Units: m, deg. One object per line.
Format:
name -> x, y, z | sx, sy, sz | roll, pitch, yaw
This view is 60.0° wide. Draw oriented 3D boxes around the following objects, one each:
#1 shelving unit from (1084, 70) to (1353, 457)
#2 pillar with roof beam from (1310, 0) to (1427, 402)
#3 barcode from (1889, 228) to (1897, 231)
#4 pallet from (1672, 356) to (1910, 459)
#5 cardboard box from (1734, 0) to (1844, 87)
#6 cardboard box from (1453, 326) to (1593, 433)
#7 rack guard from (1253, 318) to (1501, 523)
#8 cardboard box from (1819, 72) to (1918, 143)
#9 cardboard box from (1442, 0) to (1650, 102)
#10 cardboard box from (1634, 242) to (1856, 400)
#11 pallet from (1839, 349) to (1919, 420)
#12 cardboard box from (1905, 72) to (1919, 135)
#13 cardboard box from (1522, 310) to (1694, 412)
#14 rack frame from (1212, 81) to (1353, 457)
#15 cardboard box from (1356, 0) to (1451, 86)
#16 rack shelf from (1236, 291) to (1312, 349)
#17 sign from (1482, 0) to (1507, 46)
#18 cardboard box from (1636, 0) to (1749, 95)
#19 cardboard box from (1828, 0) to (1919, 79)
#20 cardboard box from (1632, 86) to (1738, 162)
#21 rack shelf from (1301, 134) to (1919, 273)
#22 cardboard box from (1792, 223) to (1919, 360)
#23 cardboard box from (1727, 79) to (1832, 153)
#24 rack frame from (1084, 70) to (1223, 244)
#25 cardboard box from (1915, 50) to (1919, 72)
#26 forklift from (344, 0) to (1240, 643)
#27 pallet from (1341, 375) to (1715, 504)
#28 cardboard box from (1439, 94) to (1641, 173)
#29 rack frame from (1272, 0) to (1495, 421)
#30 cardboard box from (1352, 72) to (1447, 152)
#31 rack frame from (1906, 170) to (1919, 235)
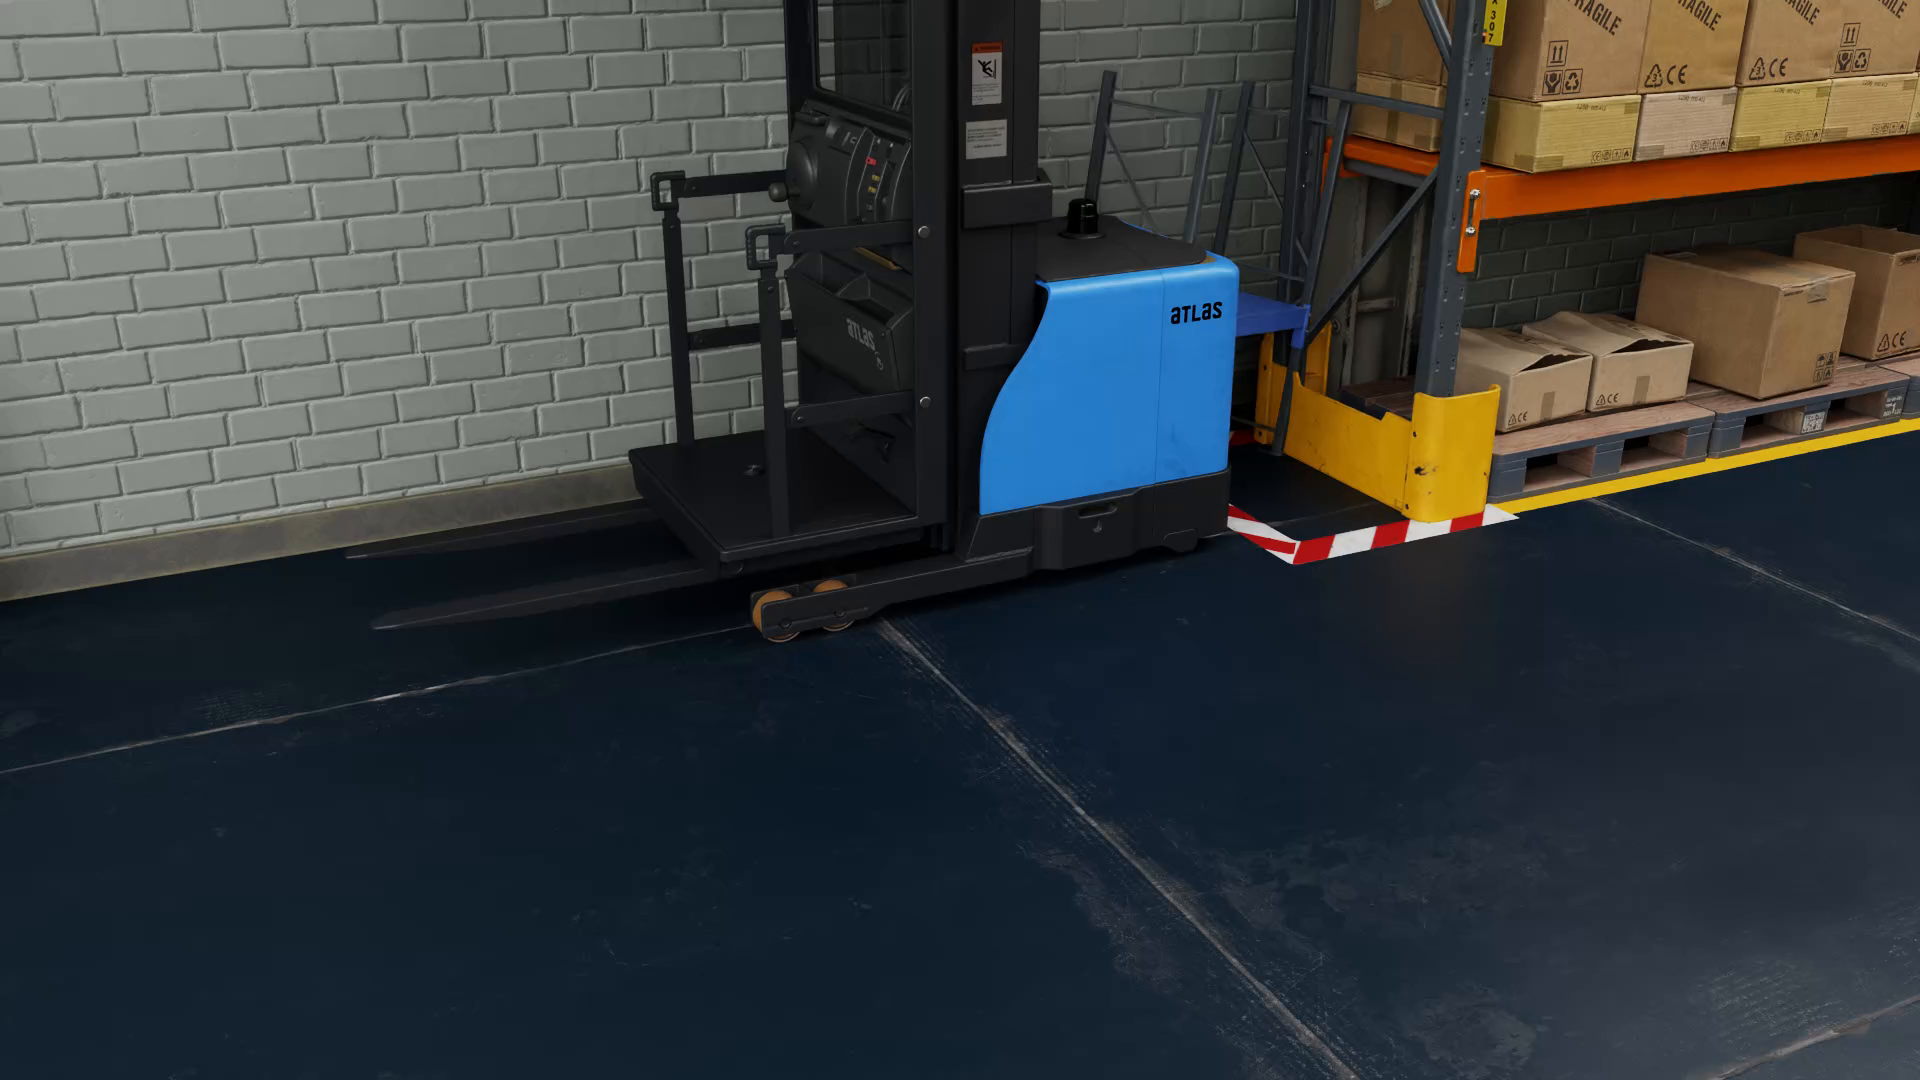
shelving unit -> 0.958, -1.049, 6.645 | 0.538, 1.500, 1.048 | 22, 23, 35
pillar with roof beam -> 3.734, -3.363, 2.610 | 0.400, 9.000, 9.100 | -10, 25, -24
barcode -> 4.625, -1.514, 8.260 | 0.075, 0.075, 0.001 | -10, 25, -24
pallet -> 3.525, -0.709, 7.686 | 1.213, 0.211, 1.003 | -10, 25, -24
cardboard box -> 3.090, -2.085, 6.555 | 0.500, 0.500, 0.500 | -11, 25, -25
cardboard box -> 2.274, -0.706, 6.973 | 0.500, 0.311, 0.500 | -14, 26, -30
rack guard -> 1.680, -0.519, 6.849 | 0.348, 0.500, 1.175 | -10, 25, -24
cardboard box -> 3.569, -1.829, 6.917 | 0.500, 0.250, 0.500 | -10, 25, -23
cardboard box -> 2.172, -1.923, 6.163 | 0.500, 0.500, 0.500 | -10, 25, -24
cardboard box -> 3.471, -0.992, 7.418 | 0.500, 0.500, 0.700 | -12, 25, -27
pallet -> 4.626, -0.912, 8.178 | 1.213, 0.211, 1.003 | -10, 25, -24
cardboard box -> 4.022, -1.913, 7.119 | 0.500, 0.250, 0.500 | -11, 25, -24
cardboard box -> 2.788, -0.800, 7.202 | 0.500, 0.311, 0.500 | -8, 24, -19
rack frame -> 1.281, -1.135, 7.027 | 0.500, 1.500, 0.032 | 22, 23, 35
cardboard box -> 1.944, -2.099, 6.588 | 0.500, 0.500, 0.500 | -11, 25, -24
rack shelf -> 0.935, -0.880, 6.702 | 0.538, 0.185, 1.000 | 22, 23, 35
sign -> 1.847, -1.874, 5.723 | 0.005, 0.325, 0.100 | -10, 25, -24
cardboard box -> 2.622, -2.002, 6.353 | 0.500, 0.500, 0.500 | -10, 25, -23
cardboard box -> 3.550, -2.175, 6.771 | 0.500, 0.500, 0.500 | -10, 24, -22
cardboard box -> 2.651, -1.663, 6.517 | 0.500, 0.250, 0.500 | -11, 25, -25
rack shelf -> 3.414, -1.660, 7.280 | 4.000, 0.370, 1.077 | -10, 25, -24
cardboard box -> 4.298, -1.187, 7.888 | 0.500, 0.500, 0.500 | -12, 26, -28
cardboard box -> 3.112, -1.746, 6.716 | 0.500, 0.250, 0.500 | -11, 25, -24
rack frame -> 0.634, -0.963, 6.262 | 0.500, 1.500, 0.032 | 22, 23, 35
cardboard box -> 4.018, -2.261, 6.980 | 0.500, 0.500, 0.500 | -11, 25, -25
forklift -> -0.559, -1.249, 5.436 | 3.031, 2.935, 1.130 | -11, 25, -24
pallet -> 2.427, -0.508, 7.201 | 1.213, 0.211, 1.003 | -10, 25, -24
cardboard box -> 2.189, -1.572, 6.297 | 0.500, 0.250, 0.500 | -11, 25, -25
rack frame -> 1.612, -1.661, 6.341 | 0.127, 3.000, 1.000 | -10, 25, -24
cardboard box -> 1.949, -1.745, 6.714 | 0.500, 0.250, 0.500 | -10, 25, -23
rack frame -> 5.216, -2.324, 7.944 | 0.127, 3.000, 1.000 | -10, 25, -24
